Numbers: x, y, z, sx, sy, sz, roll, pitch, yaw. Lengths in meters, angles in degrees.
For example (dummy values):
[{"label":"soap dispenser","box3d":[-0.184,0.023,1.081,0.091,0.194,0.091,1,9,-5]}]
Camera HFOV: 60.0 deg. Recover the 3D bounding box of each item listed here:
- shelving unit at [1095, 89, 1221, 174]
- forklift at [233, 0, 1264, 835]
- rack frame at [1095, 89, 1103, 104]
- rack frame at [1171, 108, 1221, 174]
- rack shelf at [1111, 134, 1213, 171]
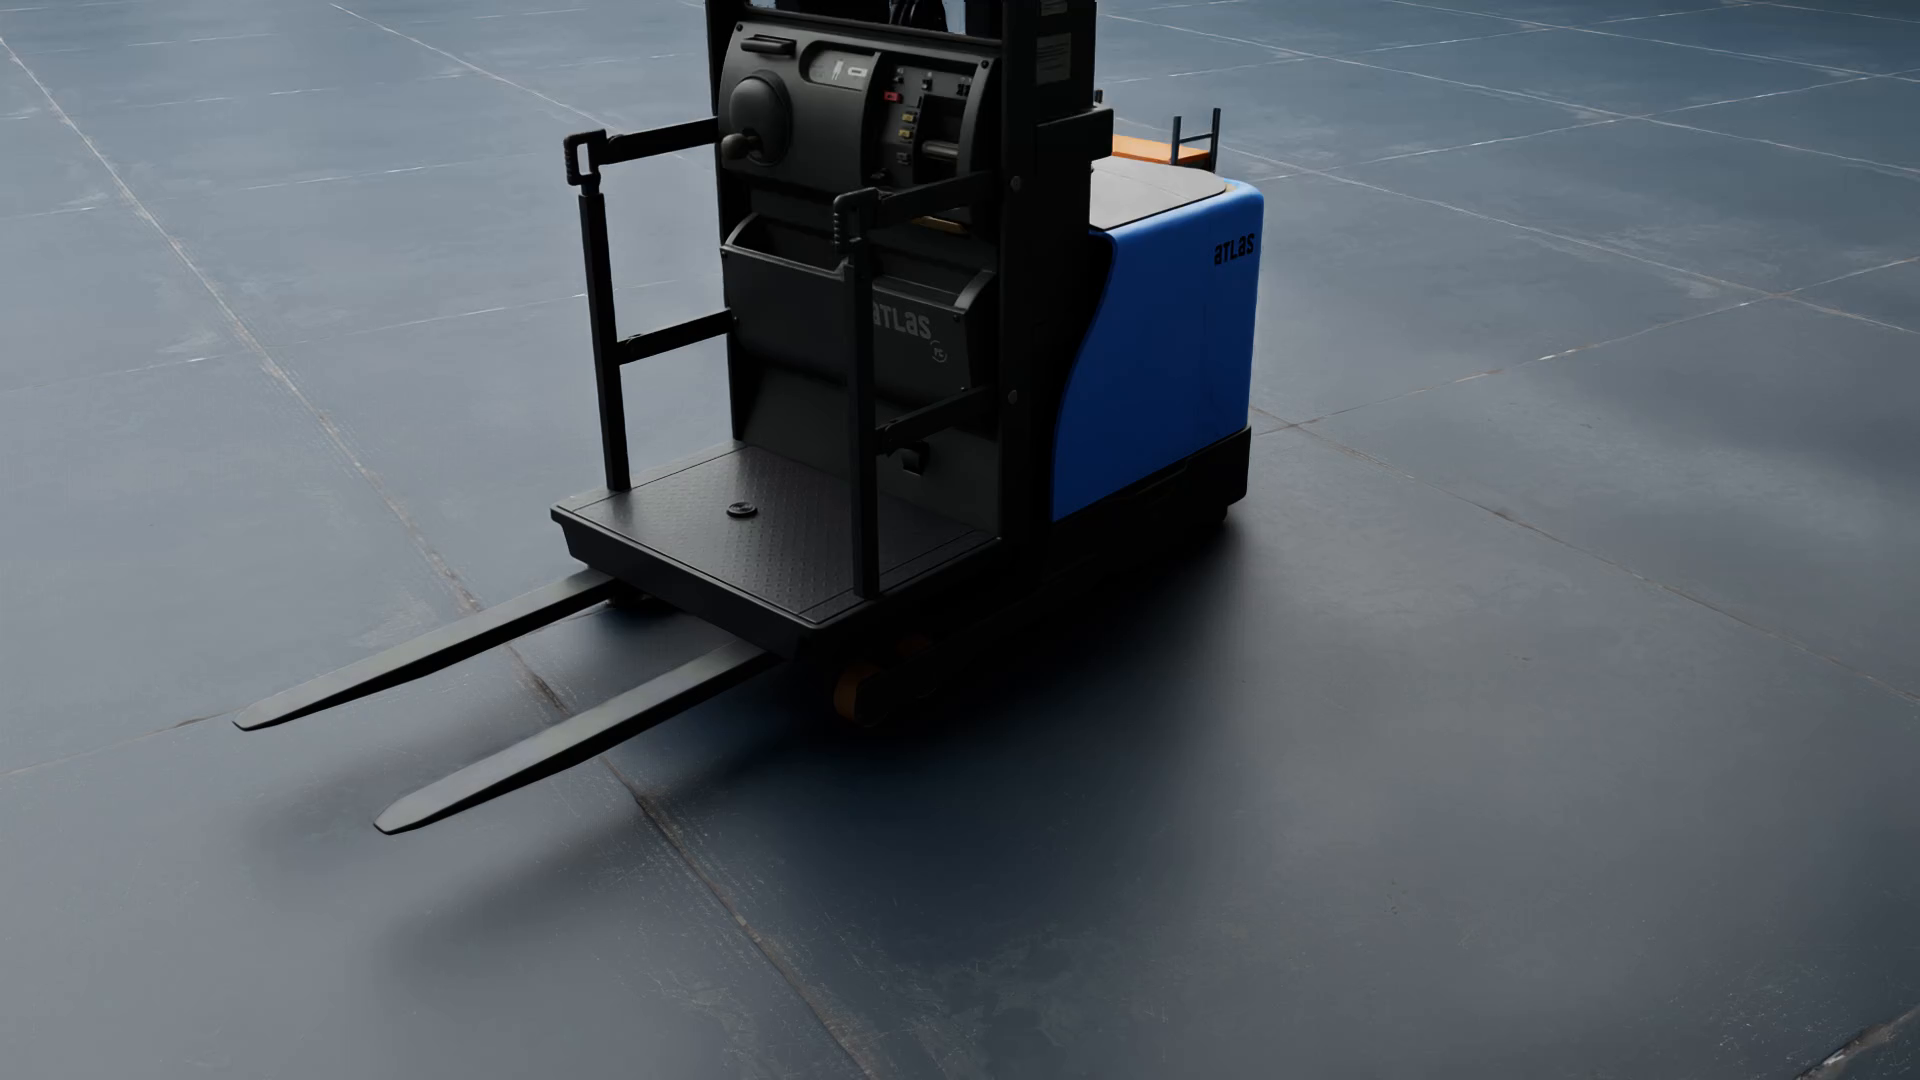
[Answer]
[{"label":"shelving unit","box3d":[0.571,-0.897,5.735,0.503,1.200,0.258,22,31,38]},{"label":"forklift","box3d":[-0.425,-1.092,4.130,1.130,2.935,3.031,21,32,37]},{"label":"rack frame","box3d":[0.392,-0.968,5.885,0.015,1.200,0.240,22,31,38]},{"label":"rack frame","box3d":[0.750,-0.827,5.586,0.015,1.200,0.240,22,31,38]},{"label":"rack shelf","box3d":[0.579,-1.256,5.576,0.480,0.148,0.258,22,31,38]}]
